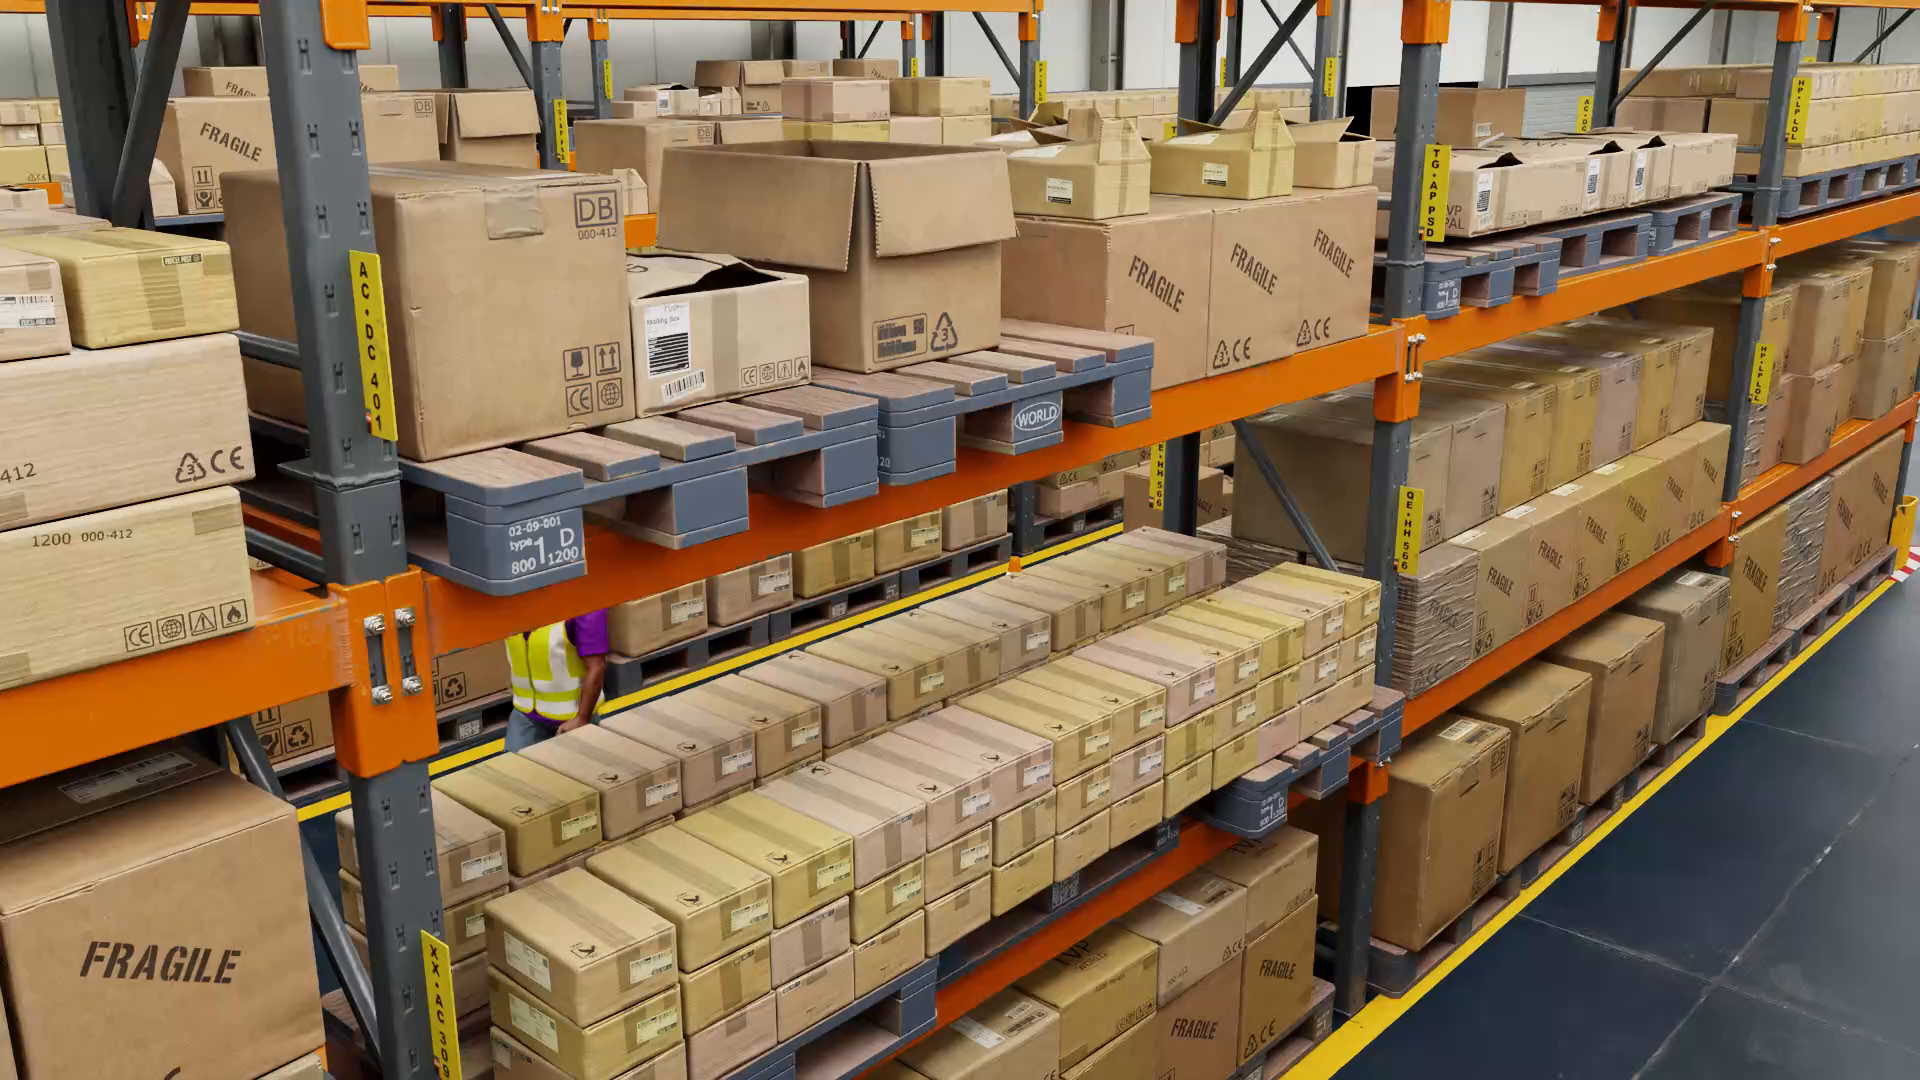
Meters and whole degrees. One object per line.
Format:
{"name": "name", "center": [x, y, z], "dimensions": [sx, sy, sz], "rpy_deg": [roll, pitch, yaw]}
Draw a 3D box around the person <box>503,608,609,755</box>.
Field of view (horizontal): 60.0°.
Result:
{"name": "person", "center": [-1.846, 0.765, 7.490], "dimensions": [0.606, 1.724, 1.033], "rpy_deg": [9, 19, 26]}
